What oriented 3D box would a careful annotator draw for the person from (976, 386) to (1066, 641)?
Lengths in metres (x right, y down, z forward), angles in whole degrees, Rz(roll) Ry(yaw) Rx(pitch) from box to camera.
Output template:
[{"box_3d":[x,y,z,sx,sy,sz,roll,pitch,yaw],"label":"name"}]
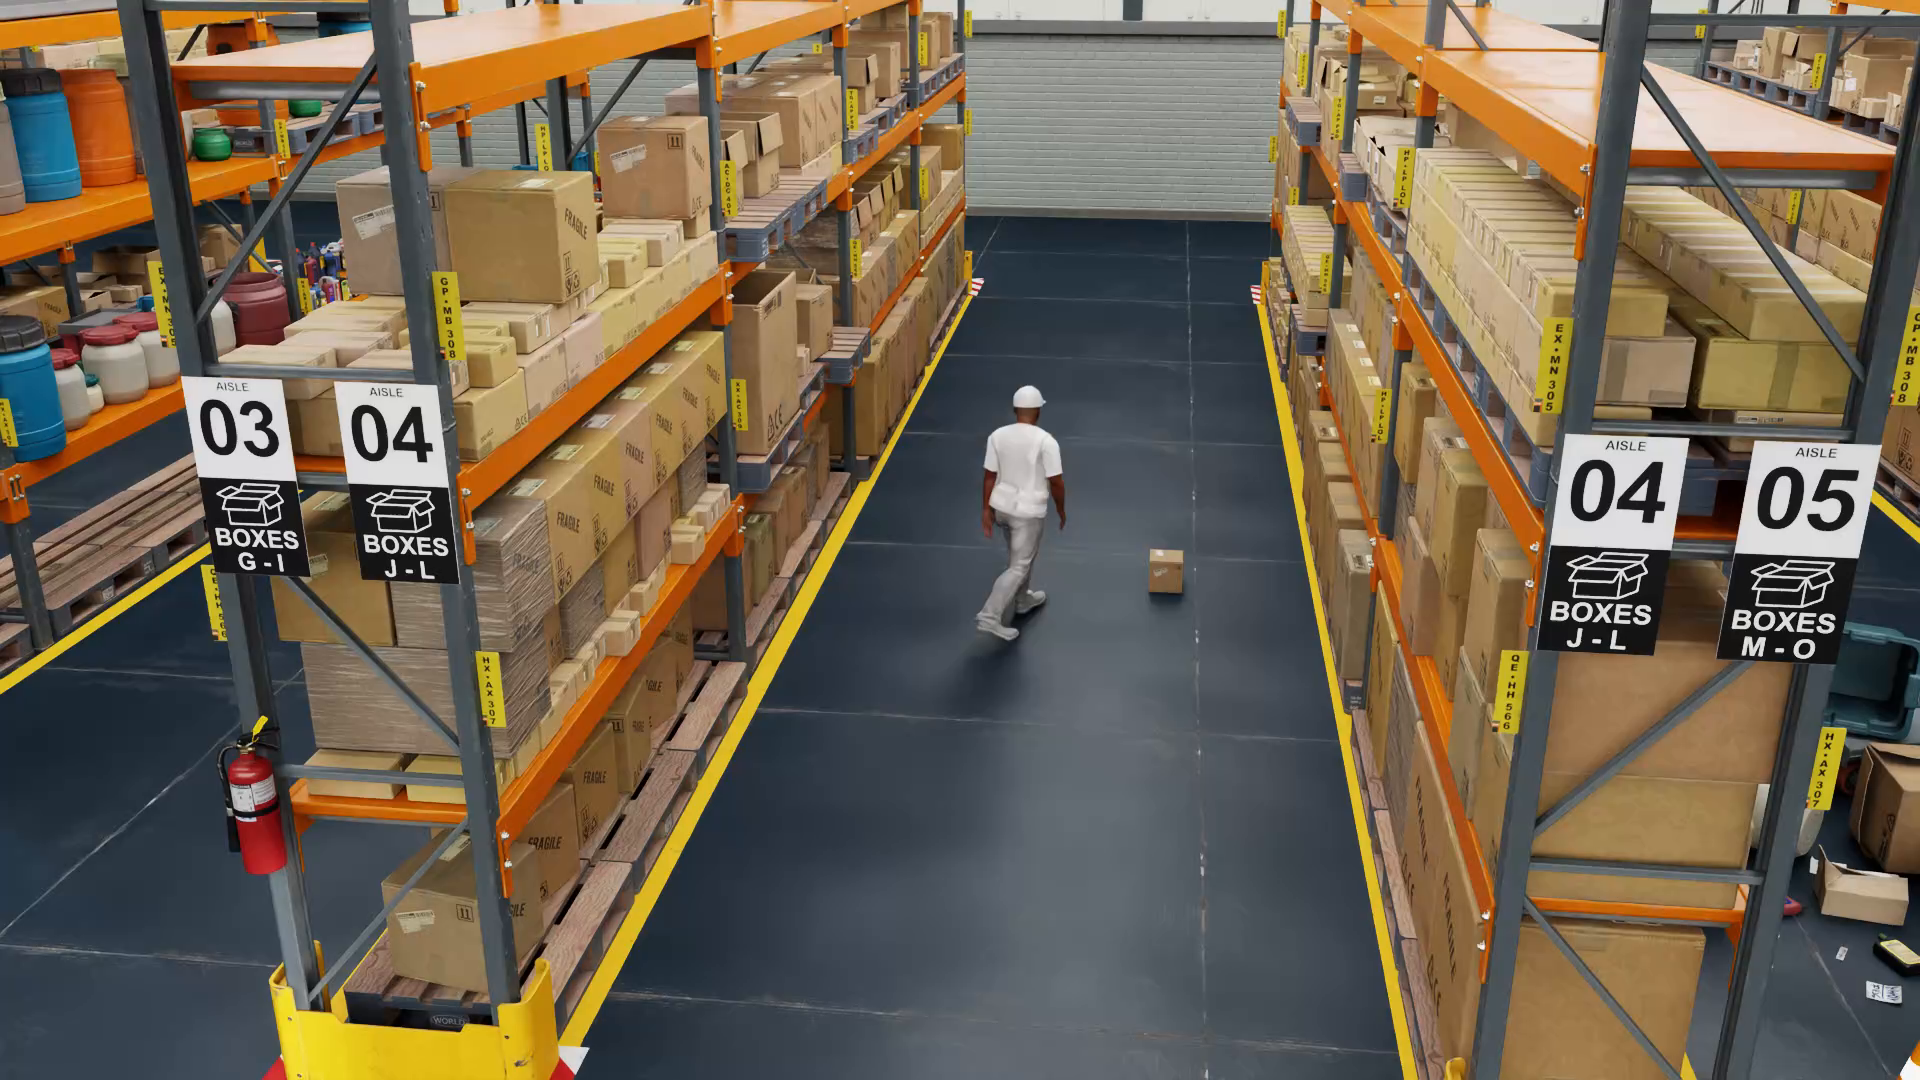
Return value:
[{"box_3d":[0.387,-0.189,11.569,0.561,1.728,0.990,19,28,40],"label":"person"}]
